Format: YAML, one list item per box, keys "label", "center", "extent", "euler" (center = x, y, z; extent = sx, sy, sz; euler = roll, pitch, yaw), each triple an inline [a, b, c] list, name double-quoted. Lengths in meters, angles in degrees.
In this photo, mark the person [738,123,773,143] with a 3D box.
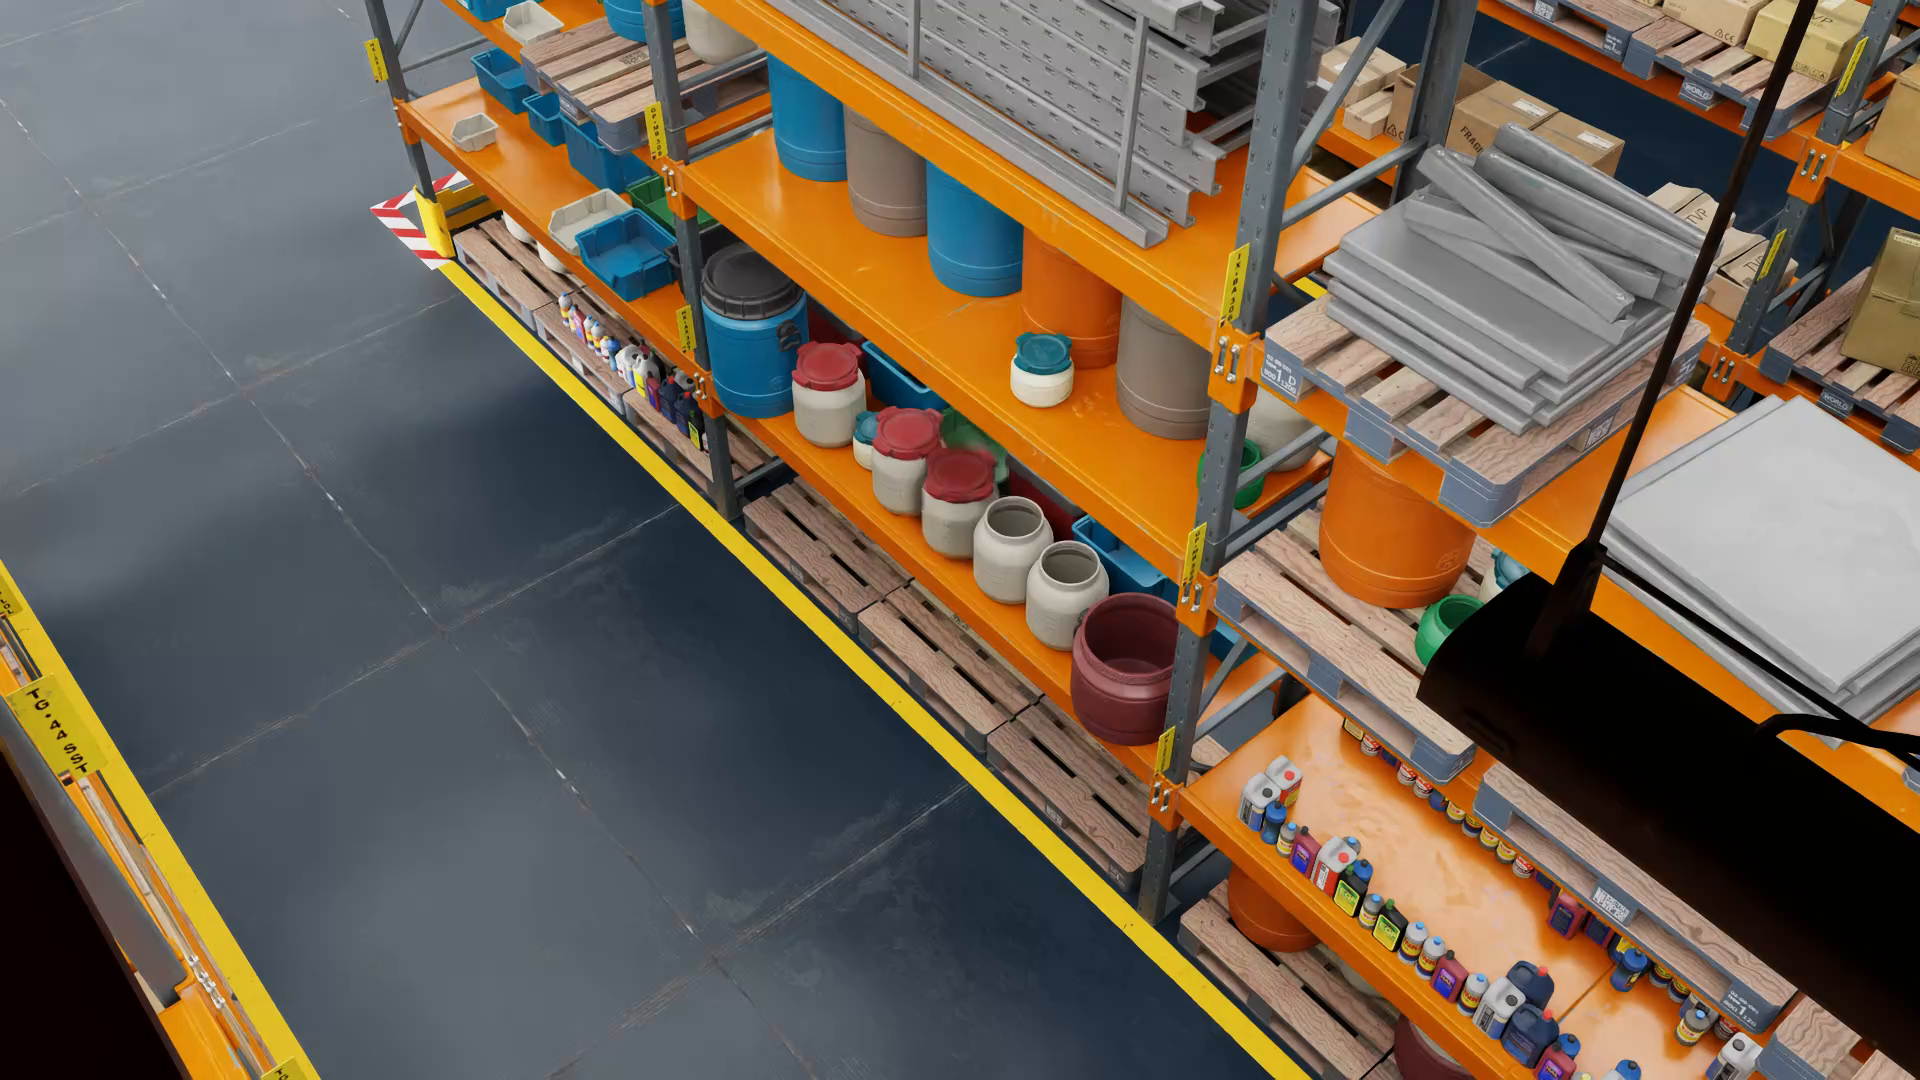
- label: "person"
  center: [-1.626, -3.859, 13.482]
  extent: [0.605, 1.809, 0.559]
  euler: [3, 47, 3]
